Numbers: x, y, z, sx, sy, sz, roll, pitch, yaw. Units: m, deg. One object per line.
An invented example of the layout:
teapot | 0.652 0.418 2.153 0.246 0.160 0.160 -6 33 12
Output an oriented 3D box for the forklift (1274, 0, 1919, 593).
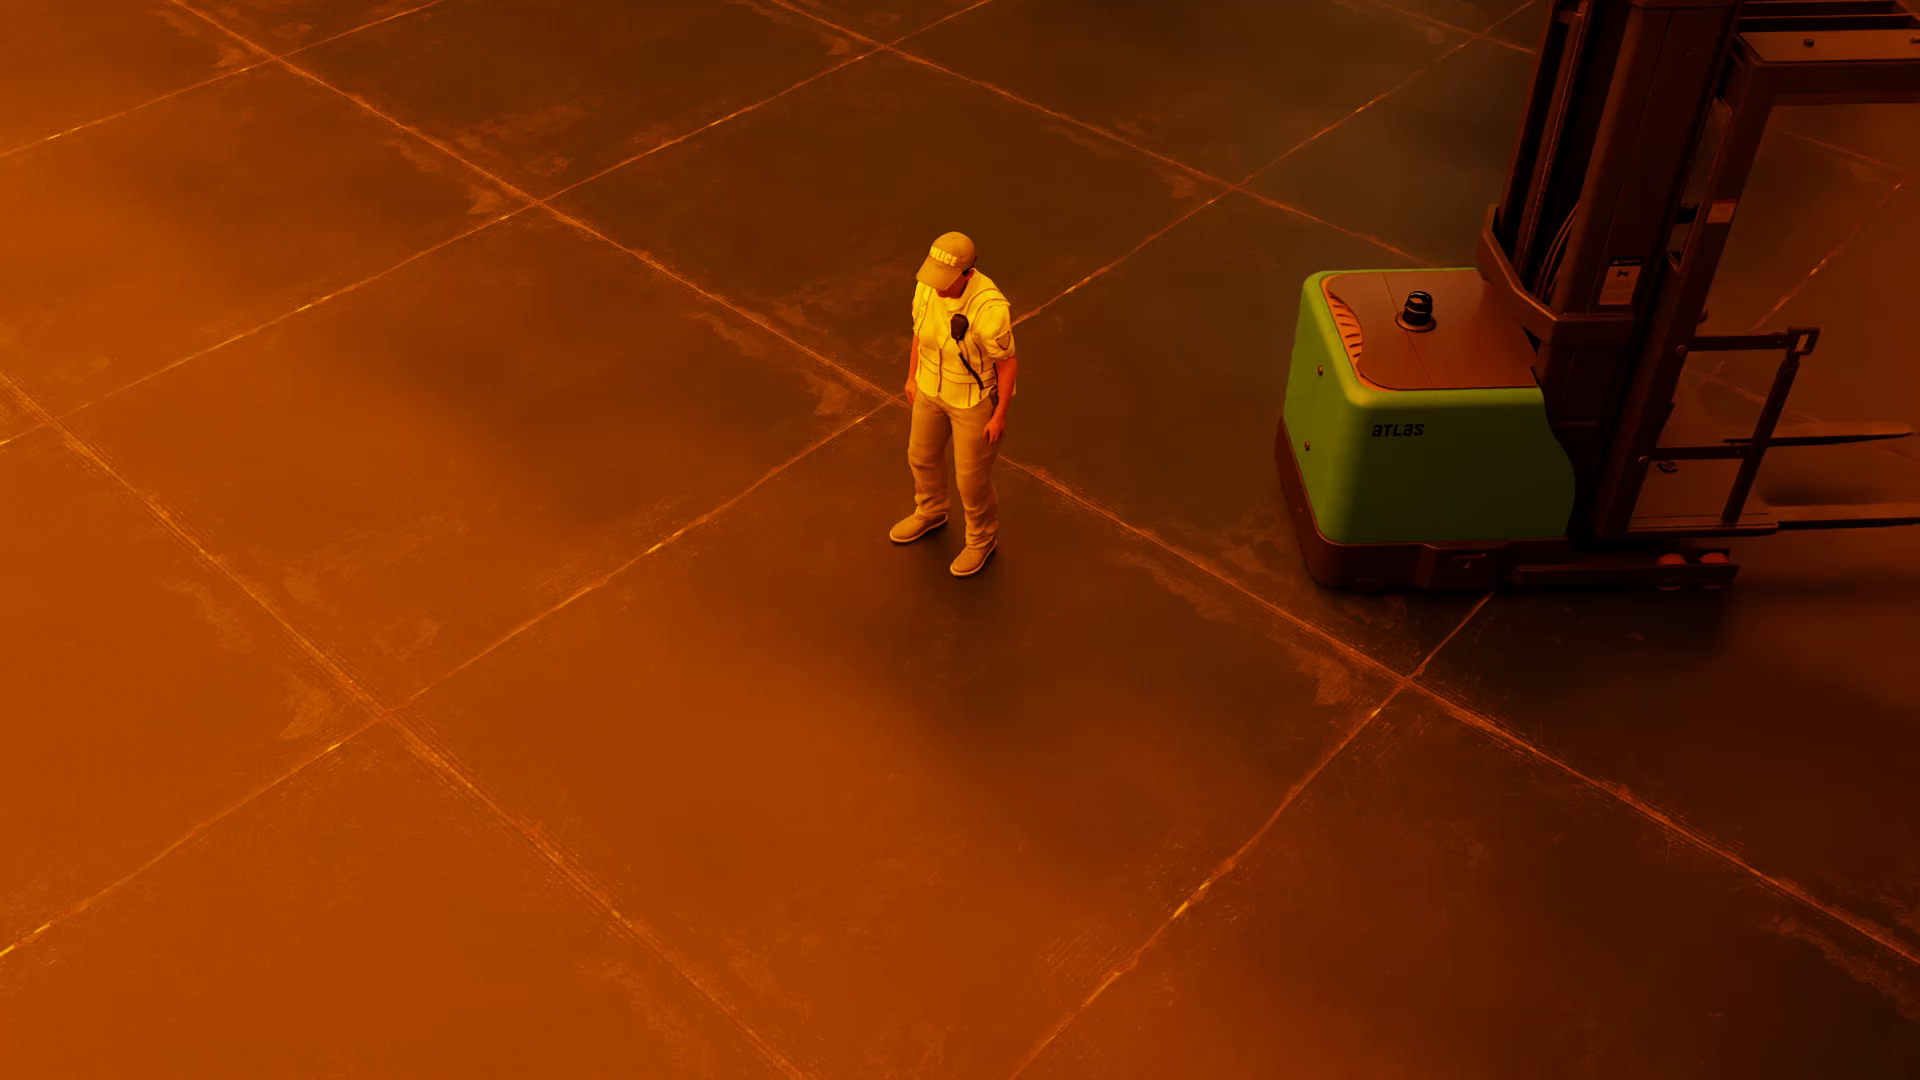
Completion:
forklift | 3.050 -1.233 6.865 3.031 2.935 1.130 -2 41 -2

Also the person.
person | -0.029 -0.607 7.110 0.560 1.665 0.467 28 48 29
